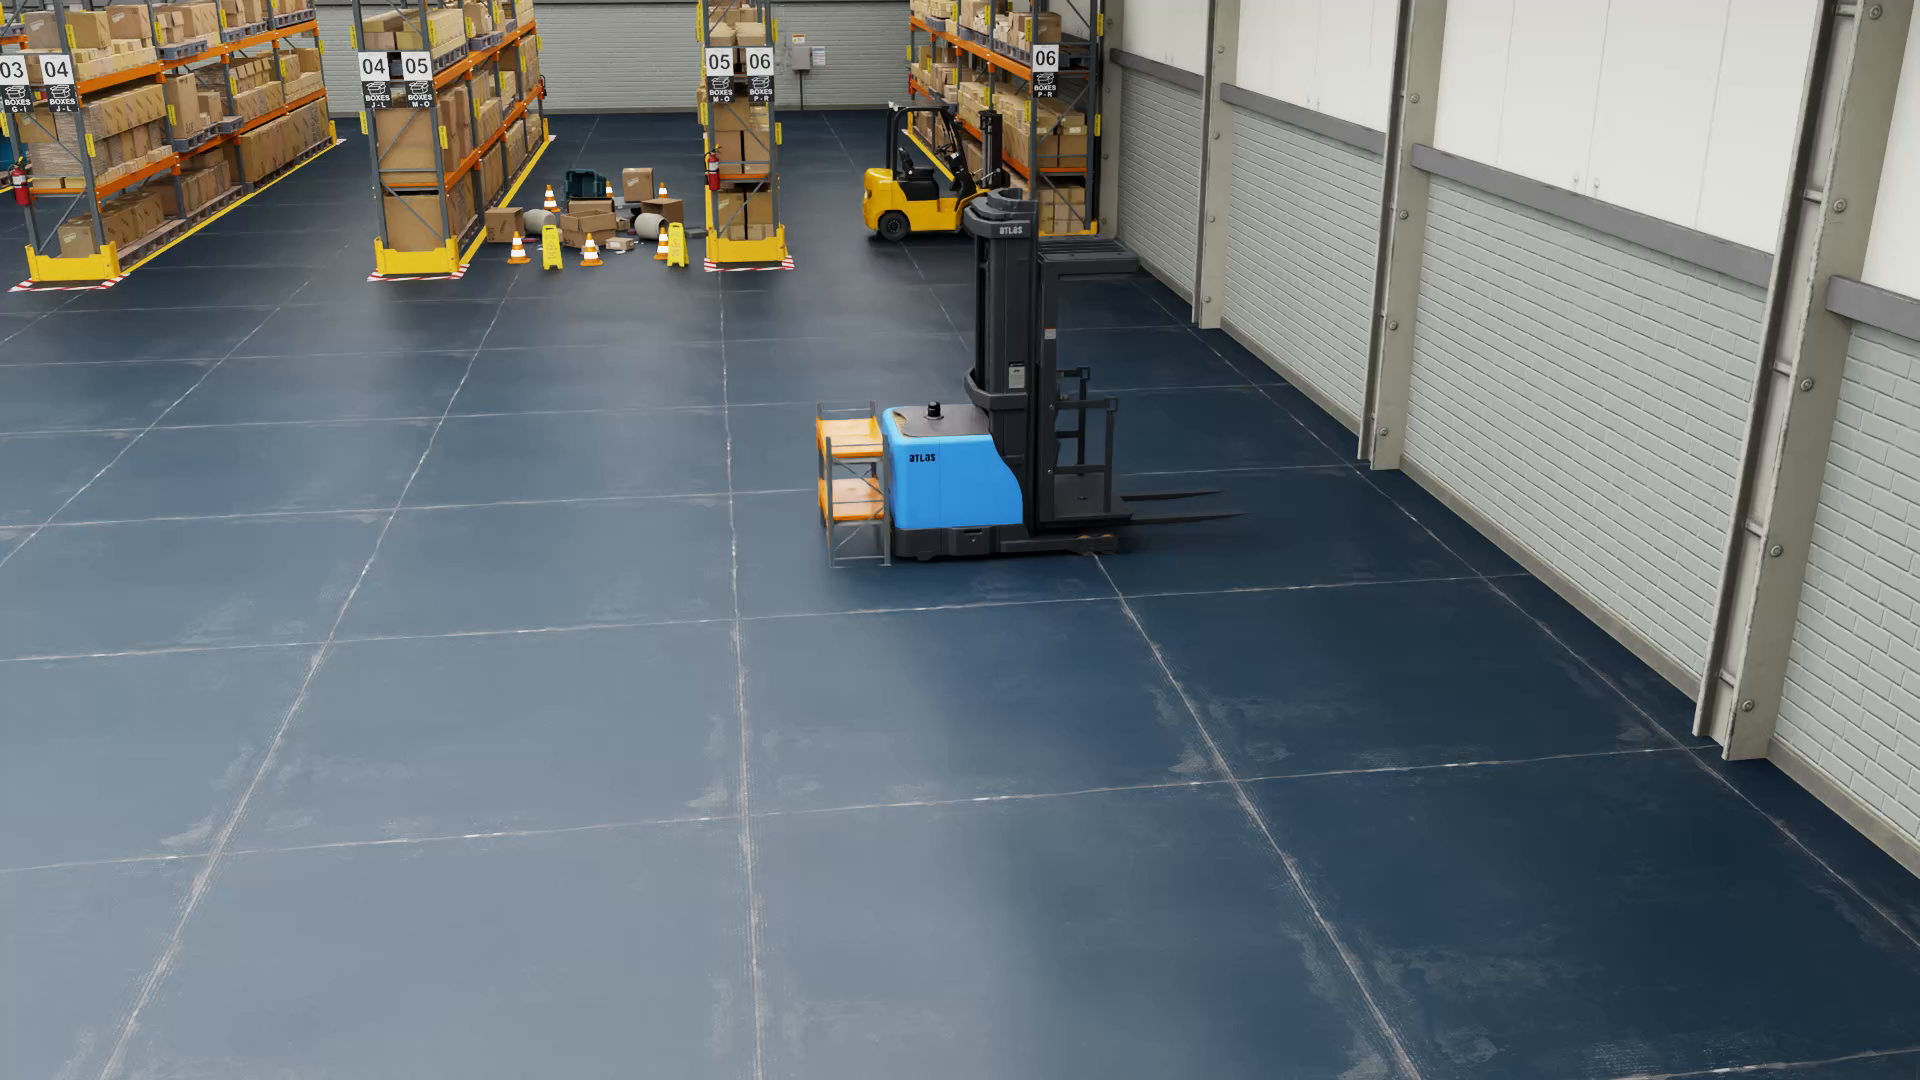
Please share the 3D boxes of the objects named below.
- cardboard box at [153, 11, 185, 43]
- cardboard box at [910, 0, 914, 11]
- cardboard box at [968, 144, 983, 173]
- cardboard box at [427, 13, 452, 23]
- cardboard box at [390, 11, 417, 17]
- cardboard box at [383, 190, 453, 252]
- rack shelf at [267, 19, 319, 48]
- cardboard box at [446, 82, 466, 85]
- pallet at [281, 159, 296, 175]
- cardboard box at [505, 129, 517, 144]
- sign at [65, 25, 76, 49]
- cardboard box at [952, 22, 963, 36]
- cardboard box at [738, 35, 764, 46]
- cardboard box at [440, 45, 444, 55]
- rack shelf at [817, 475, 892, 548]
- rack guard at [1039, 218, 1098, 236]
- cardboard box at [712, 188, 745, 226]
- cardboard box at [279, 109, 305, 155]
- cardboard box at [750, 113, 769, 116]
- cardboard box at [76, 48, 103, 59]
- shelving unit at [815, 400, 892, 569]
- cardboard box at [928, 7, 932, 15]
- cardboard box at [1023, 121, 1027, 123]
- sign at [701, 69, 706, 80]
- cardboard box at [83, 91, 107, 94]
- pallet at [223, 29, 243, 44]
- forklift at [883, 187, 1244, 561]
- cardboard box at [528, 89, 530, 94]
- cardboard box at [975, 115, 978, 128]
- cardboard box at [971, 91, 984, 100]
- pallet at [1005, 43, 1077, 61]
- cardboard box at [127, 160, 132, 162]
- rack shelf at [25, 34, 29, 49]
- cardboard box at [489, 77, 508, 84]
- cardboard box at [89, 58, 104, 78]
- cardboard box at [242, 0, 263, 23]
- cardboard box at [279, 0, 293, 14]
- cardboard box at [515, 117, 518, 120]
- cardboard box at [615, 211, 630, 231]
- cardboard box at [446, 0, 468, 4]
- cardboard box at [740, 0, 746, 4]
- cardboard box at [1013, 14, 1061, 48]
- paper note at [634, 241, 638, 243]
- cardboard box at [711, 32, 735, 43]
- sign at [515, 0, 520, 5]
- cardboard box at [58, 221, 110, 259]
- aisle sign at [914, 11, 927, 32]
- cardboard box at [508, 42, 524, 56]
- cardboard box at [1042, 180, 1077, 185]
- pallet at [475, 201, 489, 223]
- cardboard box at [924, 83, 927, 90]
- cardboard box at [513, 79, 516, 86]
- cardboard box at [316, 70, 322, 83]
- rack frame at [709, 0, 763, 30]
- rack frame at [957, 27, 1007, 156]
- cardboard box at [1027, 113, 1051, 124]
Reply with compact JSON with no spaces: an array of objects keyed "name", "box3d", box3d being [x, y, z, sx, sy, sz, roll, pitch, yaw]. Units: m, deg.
[{"name":"cardboard box","box3d":[-13.806,-8.806,28.545,0.797,0.503,0.637,-2,21,-6]},{"name":"cardboard box","box3d":[-0.918,-12.875,39.976,0.500,0.250,0.500,-3,21,-8]},{"name":"cardboard box","box3d":[0.620,-7.440,32.716,0.875,0.625,0.625,-2,21,-6]},{"name":"cardboard box","box3d":[-8.227,-8.234,26.238,0.380,0.149,0.250,-3,21,-8]},{"name":"cardboard box","box3d":[-8.986,-8.462,26.849,0.380,0.149,0.250,-3,21,-8]},{"name":"cardboard box","box3d":[-8.363,-4.925,25.625,0.875,0.875,0.875,-3,21,-7]},{"name":"rack shelf","box3d":[-15.141,-11.192,36.710,1.077,0.370,4.000,-3,21,-8]},{"name":"cardboard box","box3d":[-8.930,-7.742,29.159,0.700,0.500,0.500,-3,21,-9]},{"name":"pallet","box3d":[-14.667,-7.862,35.038,1.003,0.211,1.213,-3,21,-8]},{"name":"cardboard box","box3d":[-9.345,-8.237,33.958,0.500,0.250,0.500,-3,21,-7]},{"name":"sign","box3d":[-12.586,-7.119,23.527,0.100,0.325,0.005,-3,21,-8]},{"name":"cardboard box","box3d":[0.128,-10.298,33.503,0.500,0.250,0.500,-4,21,-10]},{"name":"cardboard box","box3d":[-3.165,-7.571,25.206,0.380,0.149,0.250,-3,21,-8]},{"name":"cardboard box","box3d":[-8.042,-7.420,25.200,0.380,0.149,0.250,-3,21,-7]},{"name":"rack shelf","box3d":[-0.902,-0.253,14.060,0.538,0.278,1.000,-3,21,-8]},{"name":"rack guard","box3d":[1.599,-4.849,26.558,1.175,0.500,0.348,-3,21,-8]},{"name":"cardboard box","box3d":[-3.690,-5.301,26.453,0.500,0.500,0.500,-3,21,-7]},{"name":"cardboard box","box3d":[-14.868,-8.865,36.176,0.875,0.875,0.875,-3,21,-8]},{"name":"cardboard box","box3d":[-3.422,-6.849,27.773,0.500,0.500,0.500,-2,21,-6]},{"name":"cardboard box","box3d":[-13.033,-7.263,24.808,0.380,0.149,0.250,-3,21,-8]},{"name":"shelving unit","box3d":[-0.902,-0.483,13.975,0.538,1.125,1.048,-3,21,-8]},{"name":"cardboard box","box3d":[-0.482,-11.499,36.120,0.380,0.149,0.250,-3,21,-7]},{"name":"cardboard box","box3d":[1.225,-6.665,26.777,0.380,0.149,0.250,-3,21,-7]},{"name":"sign","box3d":[-5.018,-9.060,32.605,0.100,0.325,0.005,-3,21,-8]},{"name":"cardboard box","box3d":[-13.741,-6.801,26.216,0.500,0.500,0.500,-3,21,-8]},{"name":"pallet","box3d":[-14.421,-9.583,31.645,1.213,0.211,1.003,-2,21,-5]},{"name":"forklift","box3d":[0.886,-1.422,13.908,3.031,2.935,1.130,-3,21,-8]},{"name":"cardboard box","box3d":[-9.885,-10.097,37.396,0.380,0.149,0.250,-2,21,-5]},{"name":"cardboard box","box3d":[0.568,-7.851,31.239,0.500,0.250,0.500,-3,21,-7]},{"name":"cardboard box","box3d":[0.421,-8.400,31.423,0.380,0.149,0.250,-3,21,-9]},{"name":"pallet","box3d":[1.340,-8.061,27.426,1.003,0.211,1.213,-3,21,-8]},{"name":"cardboard box","box3d":[-13.215,-5.874,26.089,0.380,0.149,0.250,-3,21,-8]},{"name":"rack shelf","box3d":[-20.042,-10.942,36.041,1.077,0.370,4.000,-3,21,-8]},{"name":"cardboard box","box3d":[-9.492,-9.424,34.144,0.380,0.149,0.250,-4,21,-10]},{"name":"cardboard box","box3d":[-13.017,-6.970,24.591,0.500,0.250,0.500,-3,21,-9]},{"name":"cardboard box","box3d":[-14.759,-10.880,34.103,0.700,0.500,0.500,-2,21,-6]},{"name":"cardboard box","box3d":[-15.033,-11.769,36.342,0.700,0.500,0.500,-2,21,-5]},{"name":"cardboard box","box3d":[-10.608,-9.883,39.090,0.380,0.149,0.250,-3,21,-7]},{"name":"cardboard box","box3d":[-5.899,-5.490,28.611,0.396,0.266,0.258,17,27,39]},{"name":"cardboard box","box3d":[-9.757,-10.376,32.260,0.396,0.266,0.258,-3,21,-8]},{"name":"cardboard box","box3d":[-4.923,-11.841,36.534,0.500,0.500,0.500,-3,21,-7]},{"name":"cardboard box","box3d":[1.242,-8.224,26.850,0.700,0.500,0.500,-3,21,-7]},{"name":"paper note","box3d":[-5.396,-4.909,27.406,0.148,0.019,0.142,4,21,11]},{"name":"cardboard box","box3d":[-3.697,-7.809,25.843,0.380,0.149,0.250,-3,21,-7]},{"name":"sign","box3d":[-9.381,-11.508,35.225,0.100,0.325,0.005,-3,21,-8]},{"name":"cardboard box","box3d":[-13.196,-4.519,25.076,0.500,0.500,0.500,1,20,2]},{"name":"aisle sign","box3d":[-1.012,-12.794,40.544,0.394,0.787,0.004,-3,21,-8]},{"name":"cardboard box","box3d":[-9.843,-10.648,36.516,0.500,0.500,0.500,-4,21,-9]},{"name":"cardboard box","box3d":[1.638,-5.754,27.309,0.500,0.250,0.500,-3,21,-8]},{"name":"pallet","box3d":[-8.962,-5.834,29.608,1.003,0.211,1.213,-3,21,-8]},{"name":"cardboard box","box3d":[-0.626,-10.520,38.528,0.380,0.149,0.250,-3,21,-9]},{"name":"cardboard box","box3d":[-9.677,-9.737,35.407,0.380,0.149,0.250,-2,21,-6]},{"name":"cardboard box","box3d":[-15.097,-10.731,38.524,0.500,0.250,0.500,-3,21,-9]},{"name":"rack frame","box3d":[-3.893,-9.972,28.128,1.000,3.000,0.127,-3,21,-8]},{"name":"rack frame","box3d":[0.442,-8.798,33.559,1.000,3.000,0.127,-3,21,-8]},{"name":"cardboard box","box3d":[1.269,-6.715,26.488,0.380,0.149,0.250,-3,21,-8]}]
